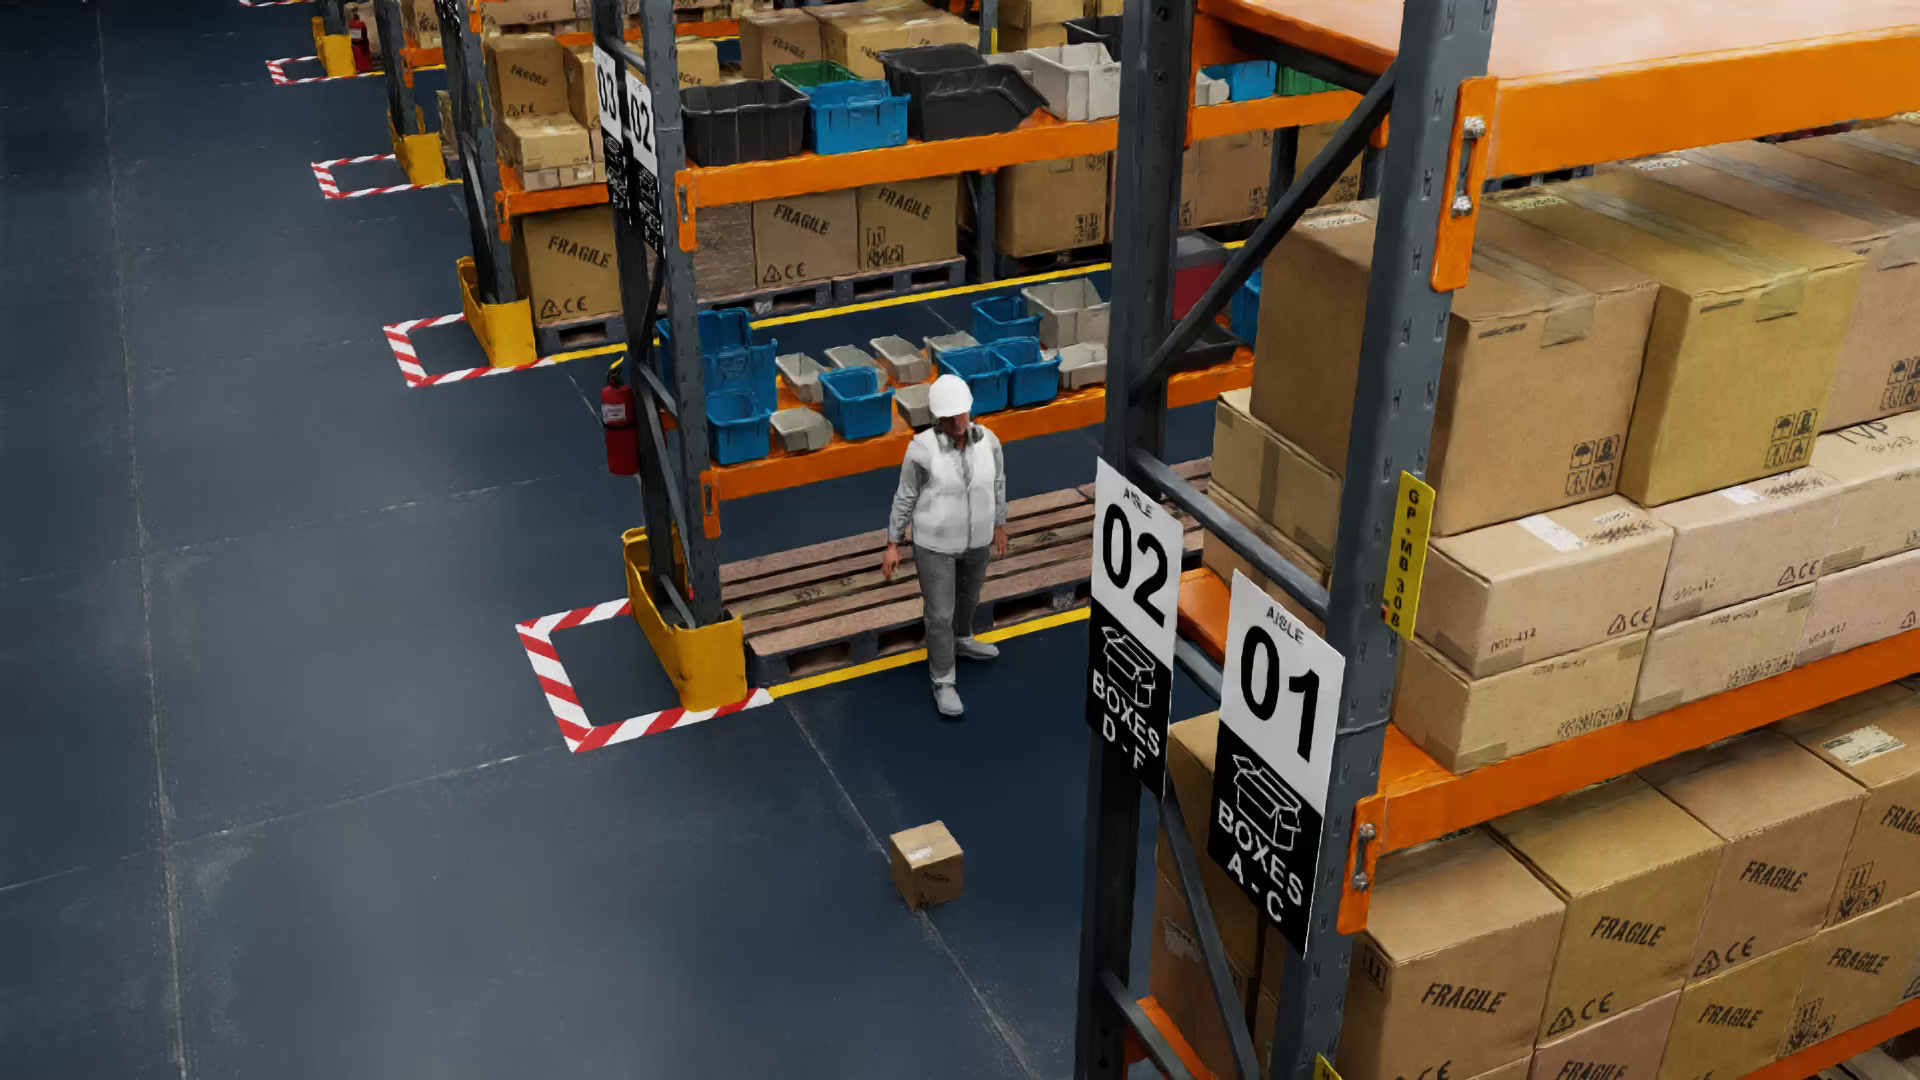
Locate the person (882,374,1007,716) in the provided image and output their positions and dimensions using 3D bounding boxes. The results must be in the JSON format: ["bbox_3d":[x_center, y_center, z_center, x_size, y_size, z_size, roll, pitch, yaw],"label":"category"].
[{"bbox_3d":[-0.052,0.002,8.420,0.727,1.774,0.615,-16,33,-26],"label":"person"}]
